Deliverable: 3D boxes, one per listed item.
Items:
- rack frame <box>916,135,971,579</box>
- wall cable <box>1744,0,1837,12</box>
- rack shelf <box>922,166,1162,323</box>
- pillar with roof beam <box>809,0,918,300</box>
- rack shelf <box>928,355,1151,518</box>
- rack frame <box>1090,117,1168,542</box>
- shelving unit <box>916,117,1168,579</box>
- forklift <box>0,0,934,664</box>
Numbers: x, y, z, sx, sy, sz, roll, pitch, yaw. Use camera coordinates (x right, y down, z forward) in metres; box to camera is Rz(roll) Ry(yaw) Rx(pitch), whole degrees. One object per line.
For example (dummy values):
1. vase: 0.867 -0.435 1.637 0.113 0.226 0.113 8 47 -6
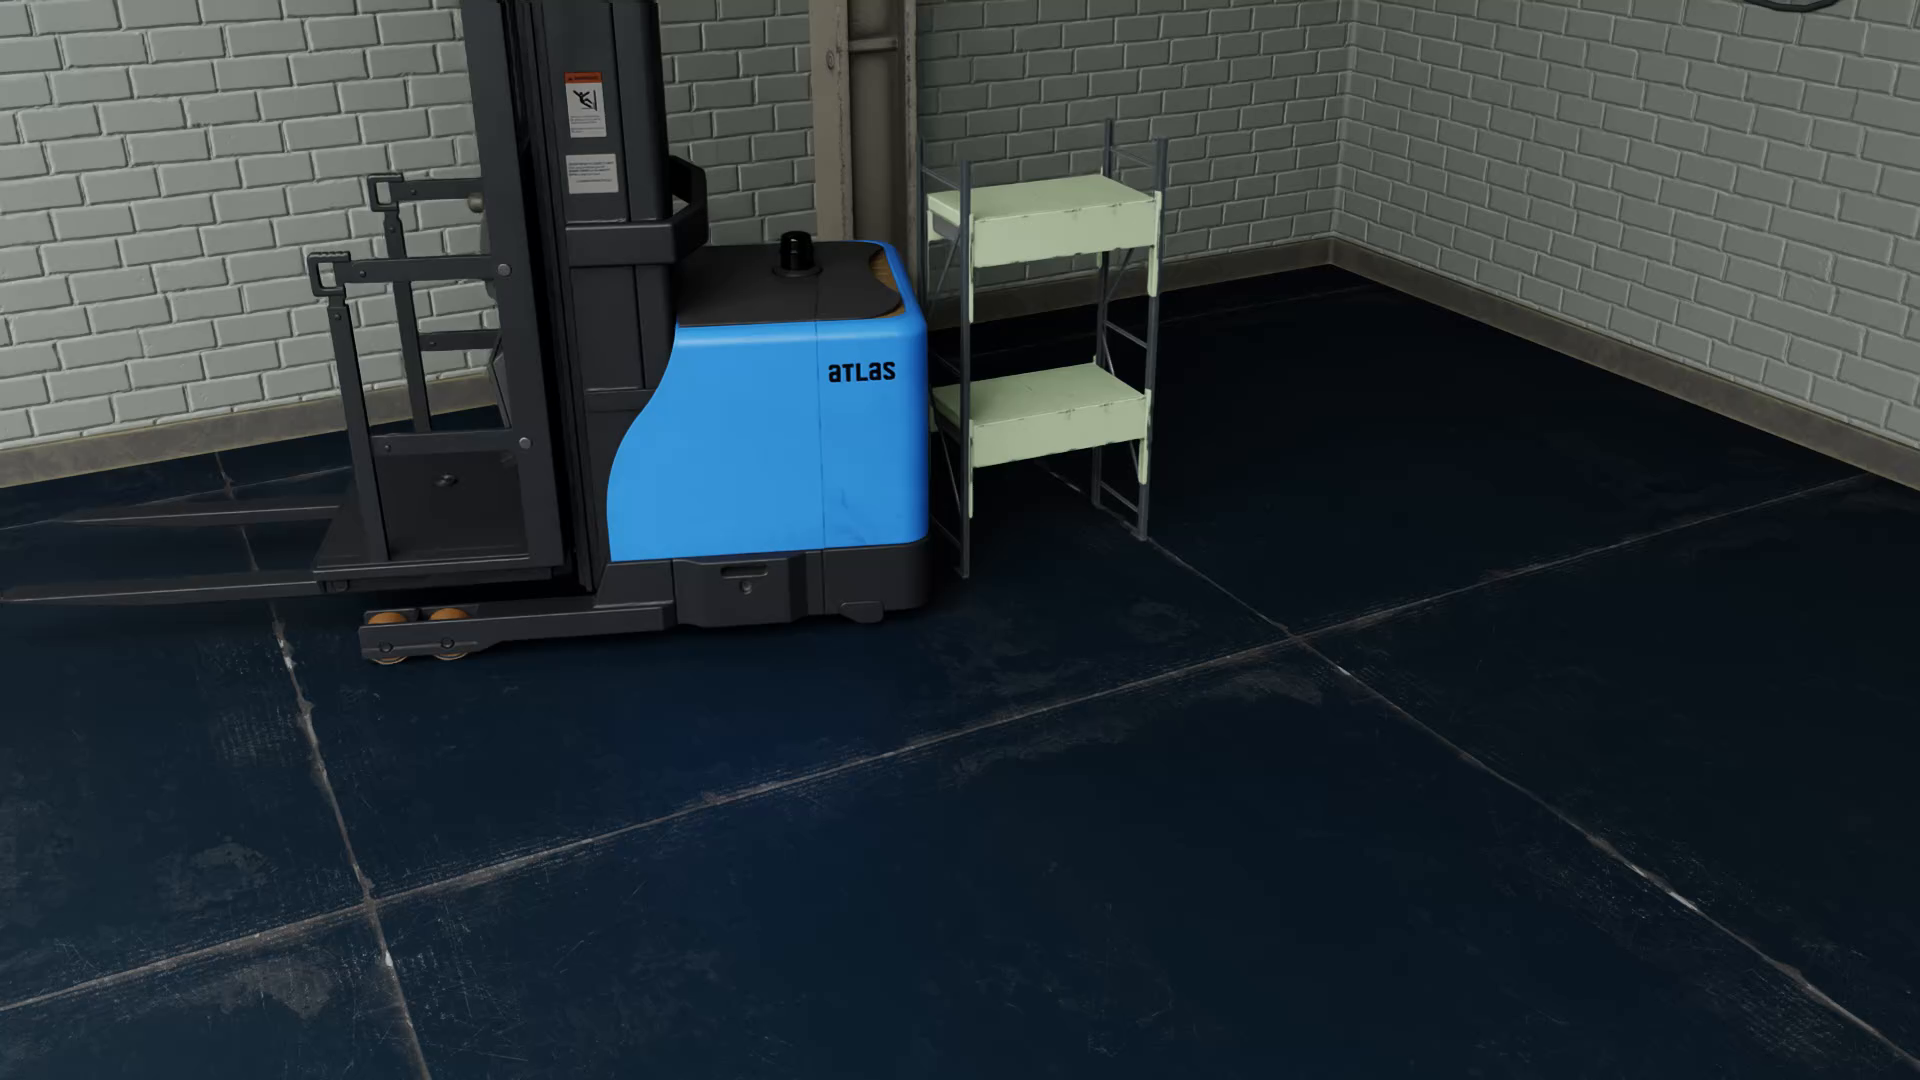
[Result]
1. rack frame: -0.058 -0.617 5.802 0.023 1.500 0.400 -11 28 -22
2. wall cable: 2.782 -3.690 7.127 0.112 2.526 3.097 -13 29 -25
3. rack shelf: 0.275 -1.035 5.770 0.720 0.370 0.431 -11 28 -22
4. pillar with roof beam: 1.586 -3.351 2.832 0.400 9.000 9.100 -13 29 -25
5. rack shelf: 0.275 -0.389 6.080 0.720 0.370 0.431 -11 28 -22
6. rack frame: 0.608 -0.749 6.076 0.023 1.500 0.400 -11 28 -22
7. shelving unit: 0.275 -0.683 5.939 0.755 1.500 0.431 -11 28 -22
8. forklift: -1.650 -1.161 5.282 3.031 2.935 1.130 -4 26 -7
